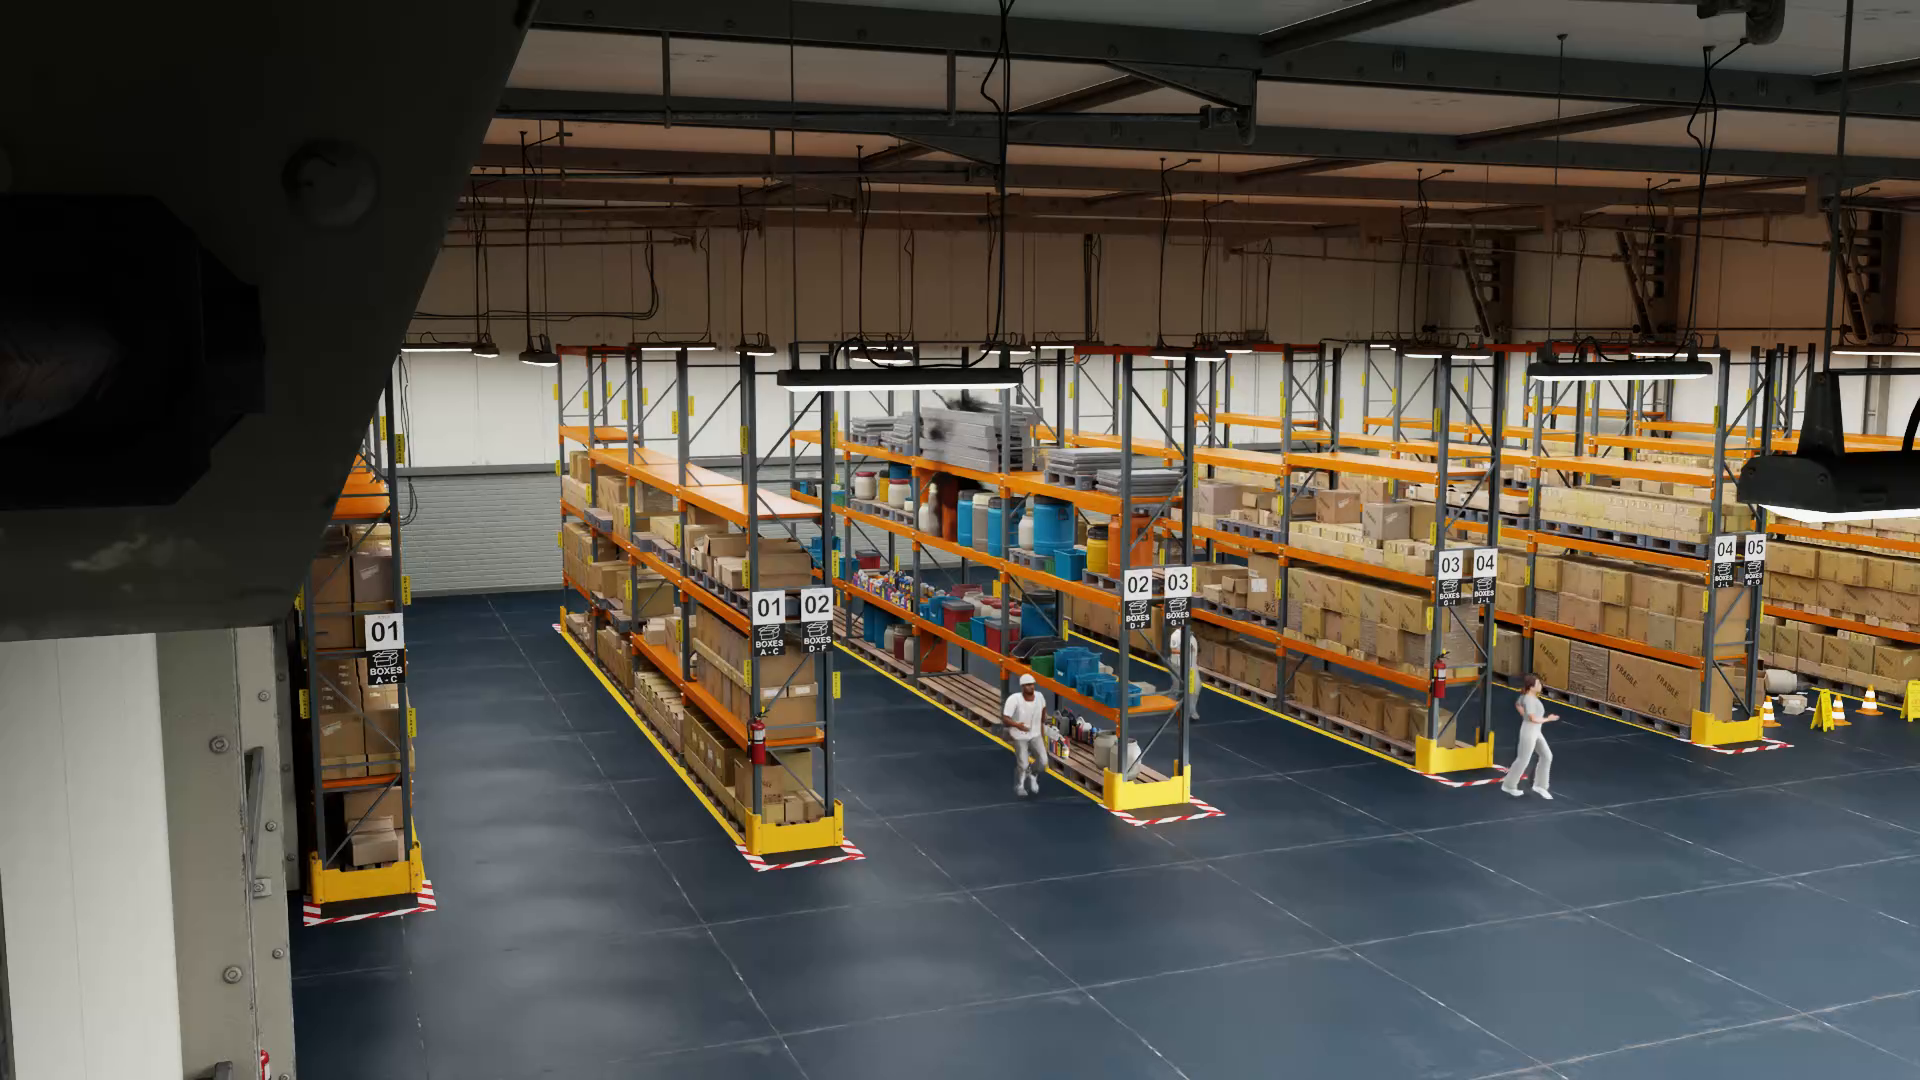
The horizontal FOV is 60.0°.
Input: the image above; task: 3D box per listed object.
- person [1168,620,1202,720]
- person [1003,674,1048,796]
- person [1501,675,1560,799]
[{"bbox_3d":[3.654,2.070,27.143,0.585,1.719,0.708,-4,8,-31],"label":"person"},{"bbox_3d":[0.917,2.638,22.396,0.710,1.712,0.675,-3,8,-22],"label":"person"},{"bbox_3d":[7.686,2.663,22.393,0.711,1.718,0.580,3,8,24],"label":"person"}]
